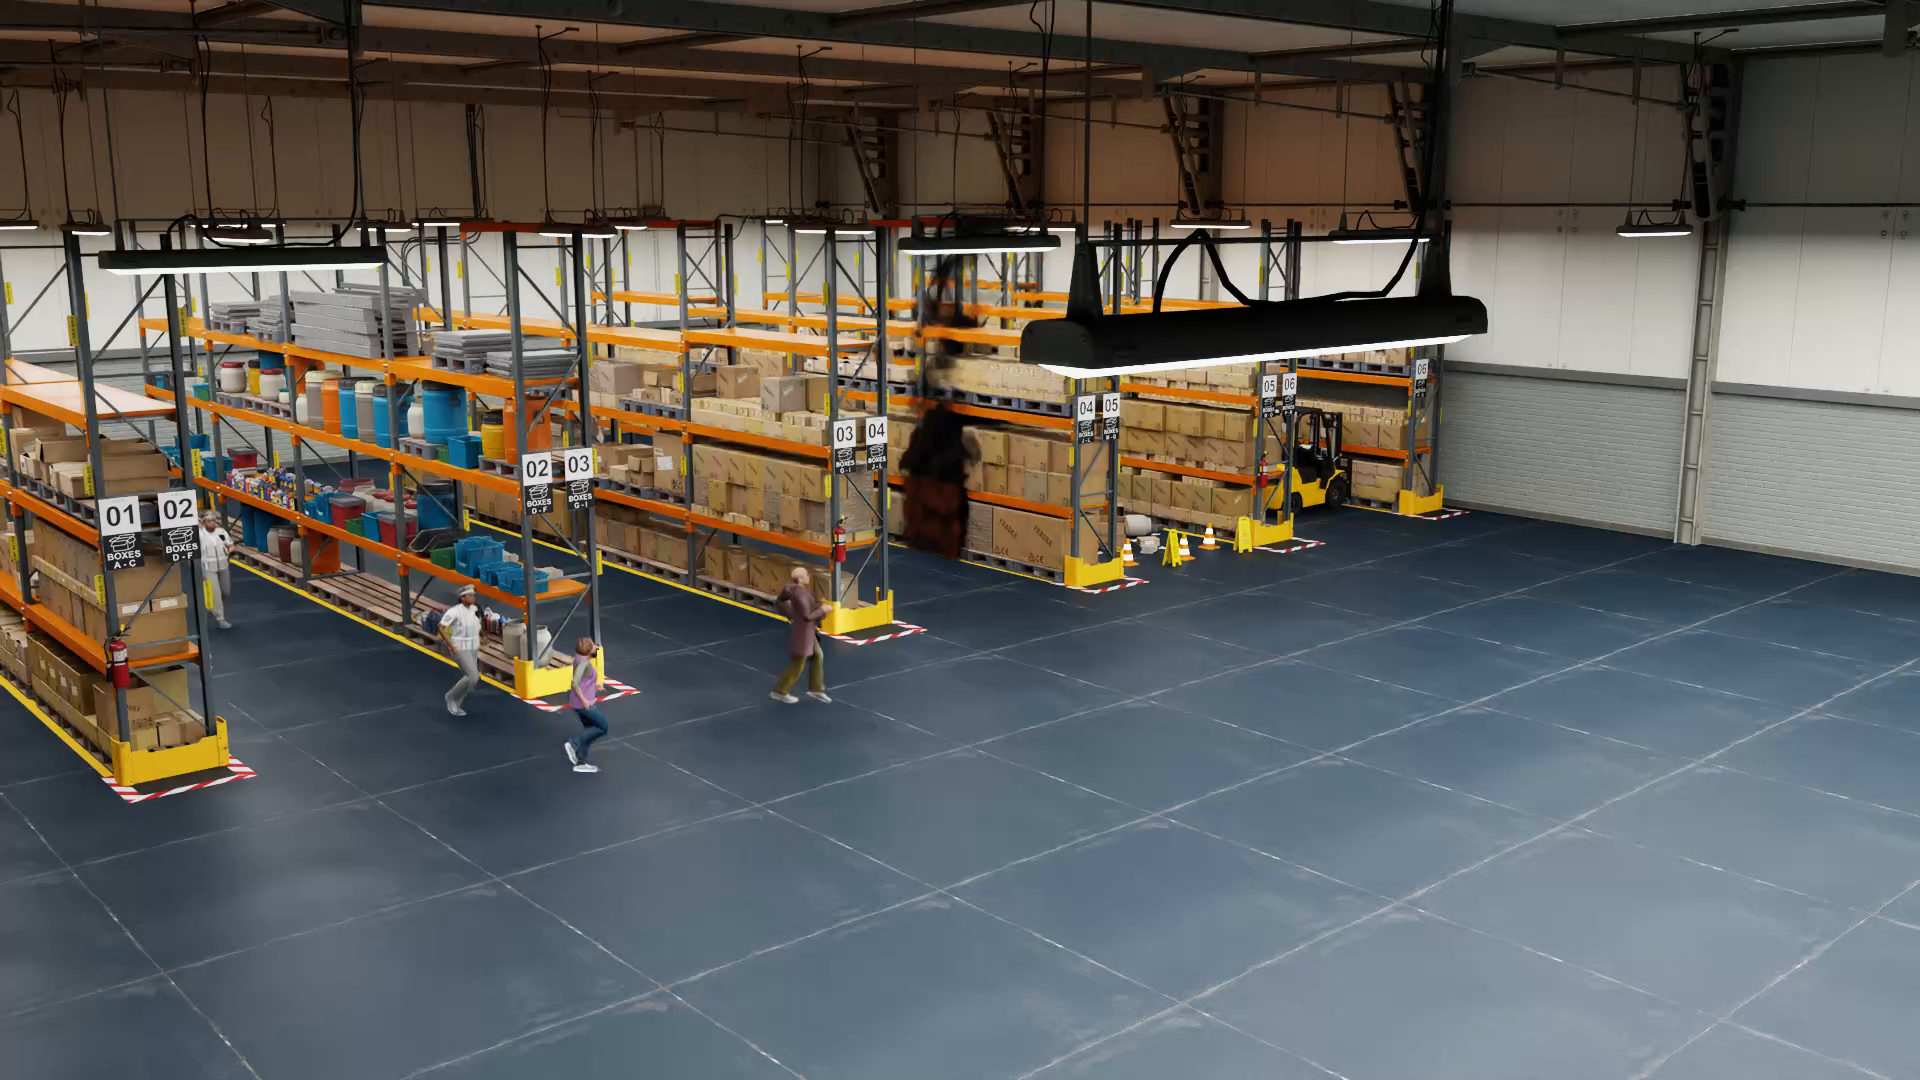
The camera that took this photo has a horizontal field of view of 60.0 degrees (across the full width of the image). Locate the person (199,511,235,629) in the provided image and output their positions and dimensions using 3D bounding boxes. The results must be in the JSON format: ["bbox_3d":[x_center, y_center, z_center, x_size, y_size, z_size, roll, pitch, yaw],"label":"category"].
[{"bbox_3d":[-11.340,0.420,25.281,0.902,1.755,0.673,11,16,43],"label":"person"}]

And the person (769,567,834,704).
[{"bbox_3d":[-2.026,1.247,21.170,0.842,1.841,0.692,-2,12,-11],"label":"person"}]

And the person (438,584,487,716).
[{"bbox_3d":[-6.186,1.377,20.918,0.521,1.646,0.604,5,12,23],"label":"person"}]

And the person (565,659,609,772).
[{"bbox_3d":[-4.245,1.968,18.801,0.495,1.332,0.548,-5,12,-22],"label":"person"}]

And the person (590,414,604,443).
[{"bbox_3d":[-8.296,-1.980,37.365,0.699,1.727,0.665,-9,15,-38],"label":"person"}]
